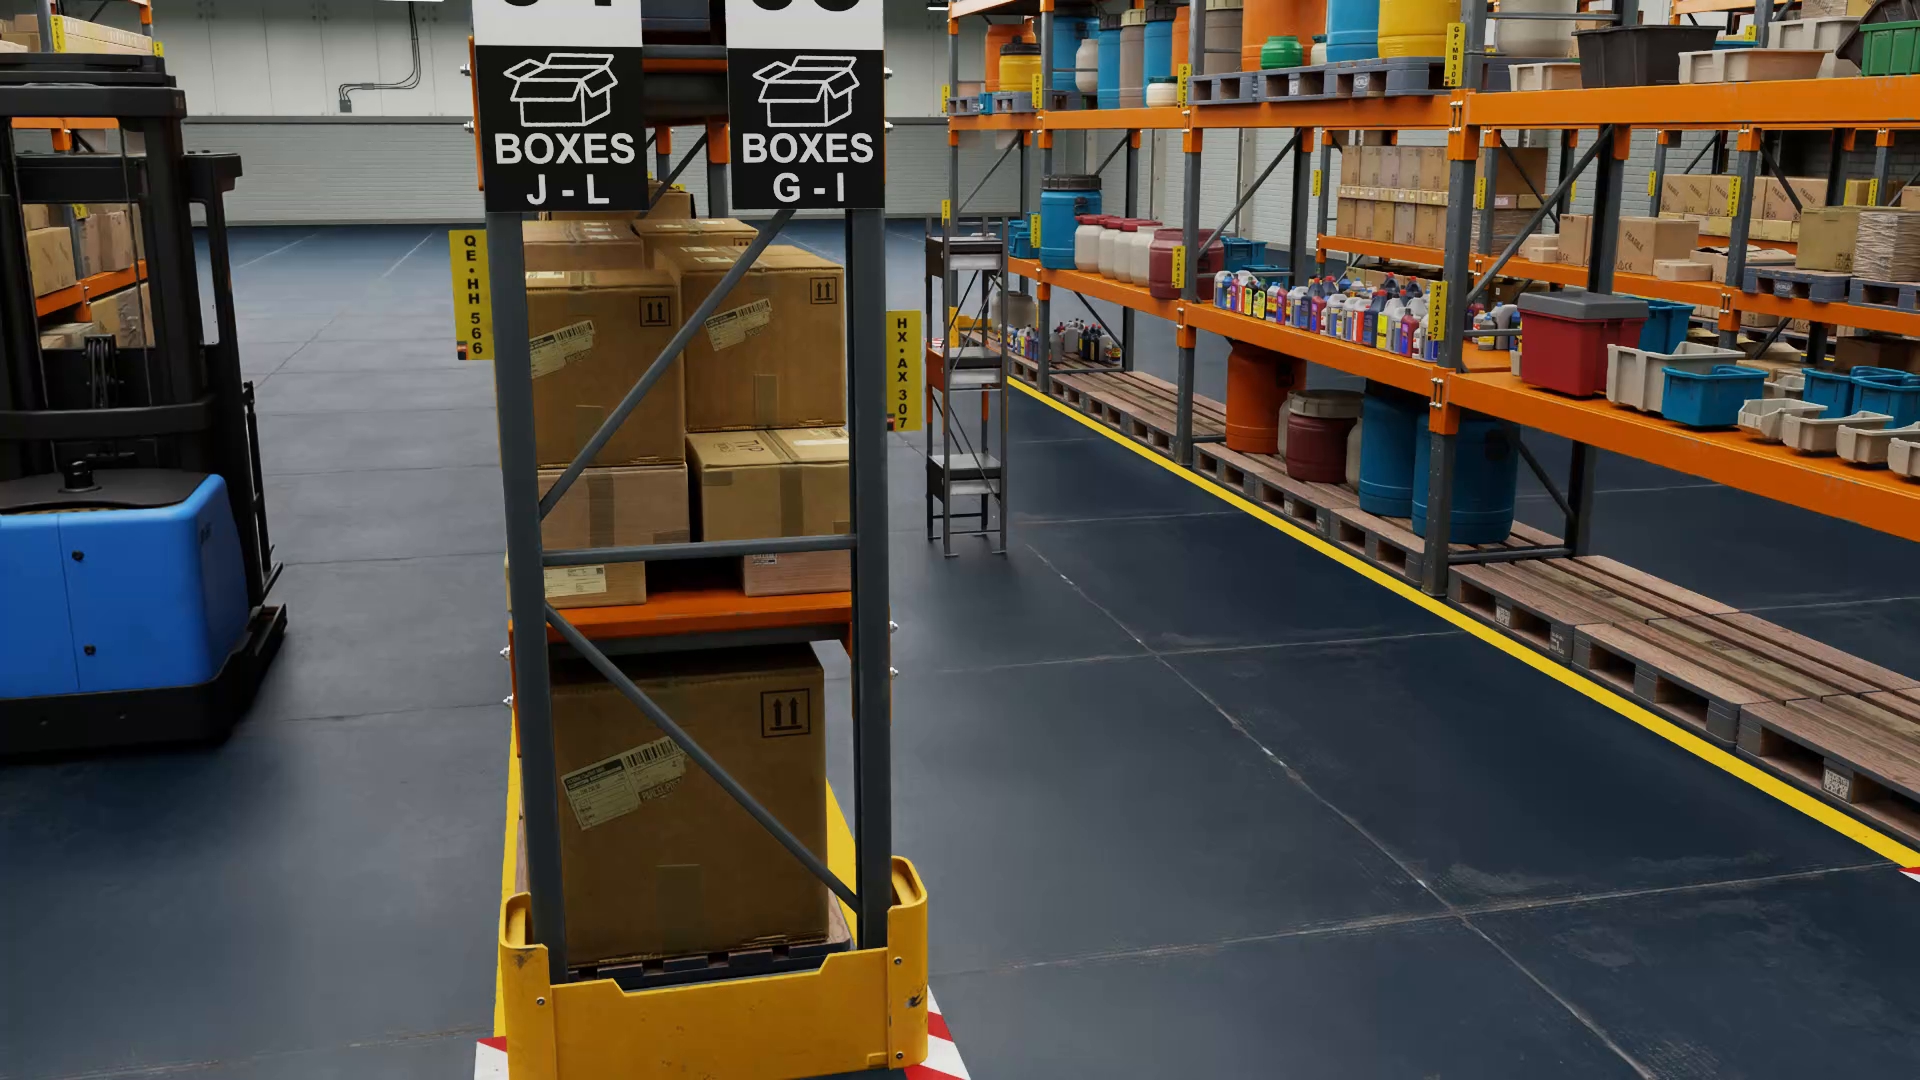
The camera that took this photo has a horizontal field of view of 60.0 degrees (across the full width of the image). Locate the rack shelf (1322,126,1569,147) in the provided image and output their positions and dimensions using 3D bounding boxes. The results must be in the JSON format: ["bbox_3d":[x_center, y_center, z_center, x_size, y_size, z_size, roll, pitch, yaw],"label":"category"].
[{"bbox_3d":[5.648,-4.855,19.673,1.077,0.370,4.000,-3,14,-13],"label":"rack shelf"}]

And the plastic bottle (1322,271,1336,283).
[{"bbox_3d":[2.805,-1.908,12.663,0.061,0.283,0.133,-3,14,-13],"label":"plastic bottle"}]

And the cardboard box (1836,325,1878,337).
[{"bbox_3d":[10.777,-2.522,19.971,0.380,0.166,0.250,-5,15,-21],"label":"cardboard box"}]

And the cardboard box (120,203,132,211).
[{"bbox_3d":[-8.778,-3.540,16.506,0.875,0.550,0.500,-3,14,-13],"label":"cardboard box"}]

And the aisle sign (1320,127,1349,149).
[{"bbox_3d":[4.865,-5.469,21.516,0.394,0.787,0.004,-3,14,-13],"label":"aisle sign"}]

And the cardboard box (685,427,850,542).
[{"bbox_3d":[-0.544,-0.163,4.965,0.500,0.250,0.500,-4,14,-15],"label":"cardboard box"}]

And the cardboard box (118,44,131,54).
[{"bbox_3d":[-8.677,-4.857,16.759,0.500,0.250,0.500,-3,14,-14],"label":"cardboard box"}]

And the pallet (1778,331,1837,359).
[{"bbox_3d":[10.740,-2.361,20.146,1.003,0.211,1.213,-3,14,-13],"label":"pallet"}]

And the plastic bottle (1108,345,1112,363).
[{"bbox_3d":[1.629,-1.986,17.705,0.097,0.201,0.097,0,14,0],"label":"plastic bottle"}]

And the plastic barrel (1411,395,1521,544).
[{"bbox_3d":[3.070,-0.476,10.091,0.600,0.901,0.708,-3,14,-13],"label":"plastic barrel"}]

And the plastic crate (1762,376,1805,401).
[{"bbox_3d":[3.882,-0.681,7.823,0.293,0.136,0.466,-3,14,-13],"label":"plastic crate"}]

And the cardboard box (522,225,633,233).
[{"bbox_3d":[-1.661,-1.086,7.161,0.500,0.500,0.500,-3,14,-13],"label":"cardboard box"}]

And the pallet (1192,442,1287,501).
[{"bbox_3d":[2.467,-0.553,12.748,1.003,0.211,1.213,-3,14,-13],"label":"pallet"}]

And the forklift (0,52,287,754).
[{"bbox_3d":[-4.062,-0.824,8.125,1.130,2.935,3.031,-3,14,-14],"label":"forklift"}]

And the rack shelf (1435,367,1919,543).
[{"bbox_3d":[3.651,-0.354,7.571,1.077,0.370,4.000,-3,14,-13],"label":"rack shelf"}]

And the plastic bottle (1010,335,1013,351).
[{"bbox_3d":[0.613,-2.227,18.691,0.097,0.201,0.097,0,14,0],"label":"plastic bottle"}]

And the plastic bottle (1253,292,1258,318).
[{"bbox_3d":[2.170,-1.707,12.014,0.097,0.201,0.097,0,14,0],"label":"plastic bottle"}]

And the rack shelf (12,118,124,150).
[{"bbox_3d":[-8.827,-4.050,16.380,1.077,0.370,4.000,-3,14,-13],"label":"rack shelf"}]

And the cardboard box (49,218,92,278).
[{"bbox_3d":[-8.456,-2.638,15.090,0.875,0.550,0.550,-3,14,-13],"label":"cardboard box"}]

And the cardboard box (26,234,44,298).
[{"bbox_3d":[-7.738,-2.191,13.365,0.500,0.500,0.500,-3,14,-13],"label":"cardboard box"}]

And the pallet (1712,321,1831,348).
[{"bbox_3d":[10.450,-2.643,21.300,1.003,0.211,1.213,-3,14,-13],"label":"pallet"}]

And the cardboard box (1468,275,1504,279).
[{"bbox_3d":[6.078,-2.873,19.696,0.500,0.500,0.500,-3,14,-13],"label":"cardboard box"}]

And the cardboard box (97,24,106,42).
[{"bbox_3d":[-8.413,-4.853,15.903,0.380,0.149,0.250,-3,14,-13],"label":"cardboard box"}]

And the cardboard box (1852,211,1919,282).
[{"bbox_3d":[7.344,-2.255,12.740,0.700,0.500,0.500,-1,14,-3],"label":"cardboard box"}]

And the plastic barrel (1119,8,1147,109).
[{"bbox_3d":[1.786,-4.455,15.465,0.600,0.901,0.600,0,14,0],"label":"plastic barrel"}]

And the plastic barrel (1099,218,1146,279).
[{"bbox_3d":[1.486,-2.674,15.266,0.433,0.535,0.433,0,14,0],"label":"plastic barrel"}]

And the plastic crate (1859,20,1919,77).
[{"bbox_3d":[3.611,-1.808,6.133,0.450,0.188,0.336,-3,14,-13],"label":"plastic crate"}]

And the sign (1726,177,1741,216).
[{"bbox_3d":[6.518,-2.894,14.011,0.100,0.325,0.005,-3,14,-13],"label":"sign"}]

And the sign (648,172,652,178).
[{"bbox_3d":[-2.974,-3.329,15.791,0.100,0.325,0.005,-3,14,-13],"label":"sign"}]

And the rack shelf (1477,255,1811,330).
[{"bbox_3d":[6.587,-2.475,16.252,1.077,0.370,4.000,-3,14,-13],"label":"rack shelf"}]

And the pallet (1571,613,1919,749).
[{"bbox_3d":[3.681,0.639,7.866,1.003,0.211,1.213,-3,14,-13],"label":"pallet"}]

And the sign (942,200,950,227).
[{"bbox_3d":[-0.173,-4.038,20.551,0.100,0.325,0.005,-3,14,-13],"label":"sign"}]

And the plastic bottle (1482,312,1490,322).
[{"bbox_3d":[3.333,-1.332,10.475,0.097,0.201,0.097,0,14,0],"label":"plastic bottle"}]

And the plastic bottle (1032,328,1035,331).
[{"bbox_3d":[0.819,-2.200,18.407,0.061,0.283,0.133,-3,14,-13],"label":"plastic bottle"}]

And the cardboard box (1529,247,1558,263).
[{"bbox_3d":[6.127,-2.948,17.202,0.380,0.149,0.250,-3,14,-13],"label":"cardboard box"}]

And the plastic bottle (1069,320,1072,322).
[{"bbox_3d":[1.265,-2.402,19.236,0.061,0.283,0.133,-3,14,-12],"label":"plastic bottle"}]

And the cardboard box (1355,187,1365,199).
[{"bbox_3d":[5.183,-4.351,20.839,0.380,0.149,0.250,-3,14,-13],"label":"cardboard box"}]

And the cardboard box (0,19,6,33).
[{"bbox_3d":[-8.871,-4.639,15.028,0.380,0.149,0.250,-3,14,-13],"label":"cardboard box"}]

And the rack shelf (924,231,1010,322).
[{"bbox_3d":[0.039,-1.649,10.359,0.431,0.518,0.480,-3,14,-13],"label":"rack shelf"}]

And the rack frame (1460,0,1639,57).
[{"bbox_3d":[3.181,-4.079,8.663,1.000,3.000,0.127,-3,14,-13],"label":"rack frame"}]

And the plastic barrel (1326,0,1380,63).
[{"bbox_3d":[2.631,-3.455,10.486,0.600,0.901,0.708,-3,14,-13],"label":"plastic barrel"}]

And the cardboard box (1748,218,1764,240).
[{"bbox_3d":[10.165,-3.938,21.001,0.500,0.250,0.500,-3,14,-13],"label":"cardboard box"}]

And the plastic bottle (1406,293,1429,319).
[{"bbox_3d":[2.787,-1.343,10.207,0.144,0.351,0.185,-3,14,-13],"label":"plastic bottle"}]

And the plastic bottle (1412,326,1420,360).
[{"bbox_3d":[2.720,-1.166,9.800,0.097,0.201,0.097,0,14,0],"label":"plastic bottle"}]

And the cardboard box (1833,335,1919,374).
[{"bbox_3d":[7.522,-1.511,13.552,0.500,0.250,0.500,-3,14,-11],"label":"cardboard box"}]

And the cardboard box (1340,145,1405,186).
[{"bbox_3d":[5.288,-4.767,21.173,0.700,0.500,0.500,-3,14,-13],"label":"cardboard box"}]

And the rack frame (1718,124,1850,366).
[{"bbox_3d":[7.057,-2.363,14.278,1.000,3.000,0.127,-3,14,-13],"label":"rack frame"}]

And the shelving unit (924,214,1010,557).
[{"bbox_3d":[0.039,-0.982,10.522,0.431,2.100,0.503,-3,14,-13],"label":"shelving unit"}]

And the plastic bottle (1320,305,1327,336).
[{"bbox_3d":[2.430,-1.452,10.967,0.097,0.201,0.097,0,14,0],"label":"plastic bottle"}]

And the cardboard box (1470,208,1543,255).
[{"bbox_3d":[6.007,-3.436,18.461,0.700,0.500,0.500,-4,14,-15],"label":"cardboard box"}]

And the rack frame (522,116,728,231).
[{"bbox_3d":[-1.634,-0.889,8.245,1.000,3.000,0.127,-3,14,-13],"label":"rack frame"}]

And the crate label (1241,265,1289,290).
[{"bbox_3d":[2.507,-2.124,13.655,0.303,0.233,0.416,-3,14,-13],"label":"crate label"}]
